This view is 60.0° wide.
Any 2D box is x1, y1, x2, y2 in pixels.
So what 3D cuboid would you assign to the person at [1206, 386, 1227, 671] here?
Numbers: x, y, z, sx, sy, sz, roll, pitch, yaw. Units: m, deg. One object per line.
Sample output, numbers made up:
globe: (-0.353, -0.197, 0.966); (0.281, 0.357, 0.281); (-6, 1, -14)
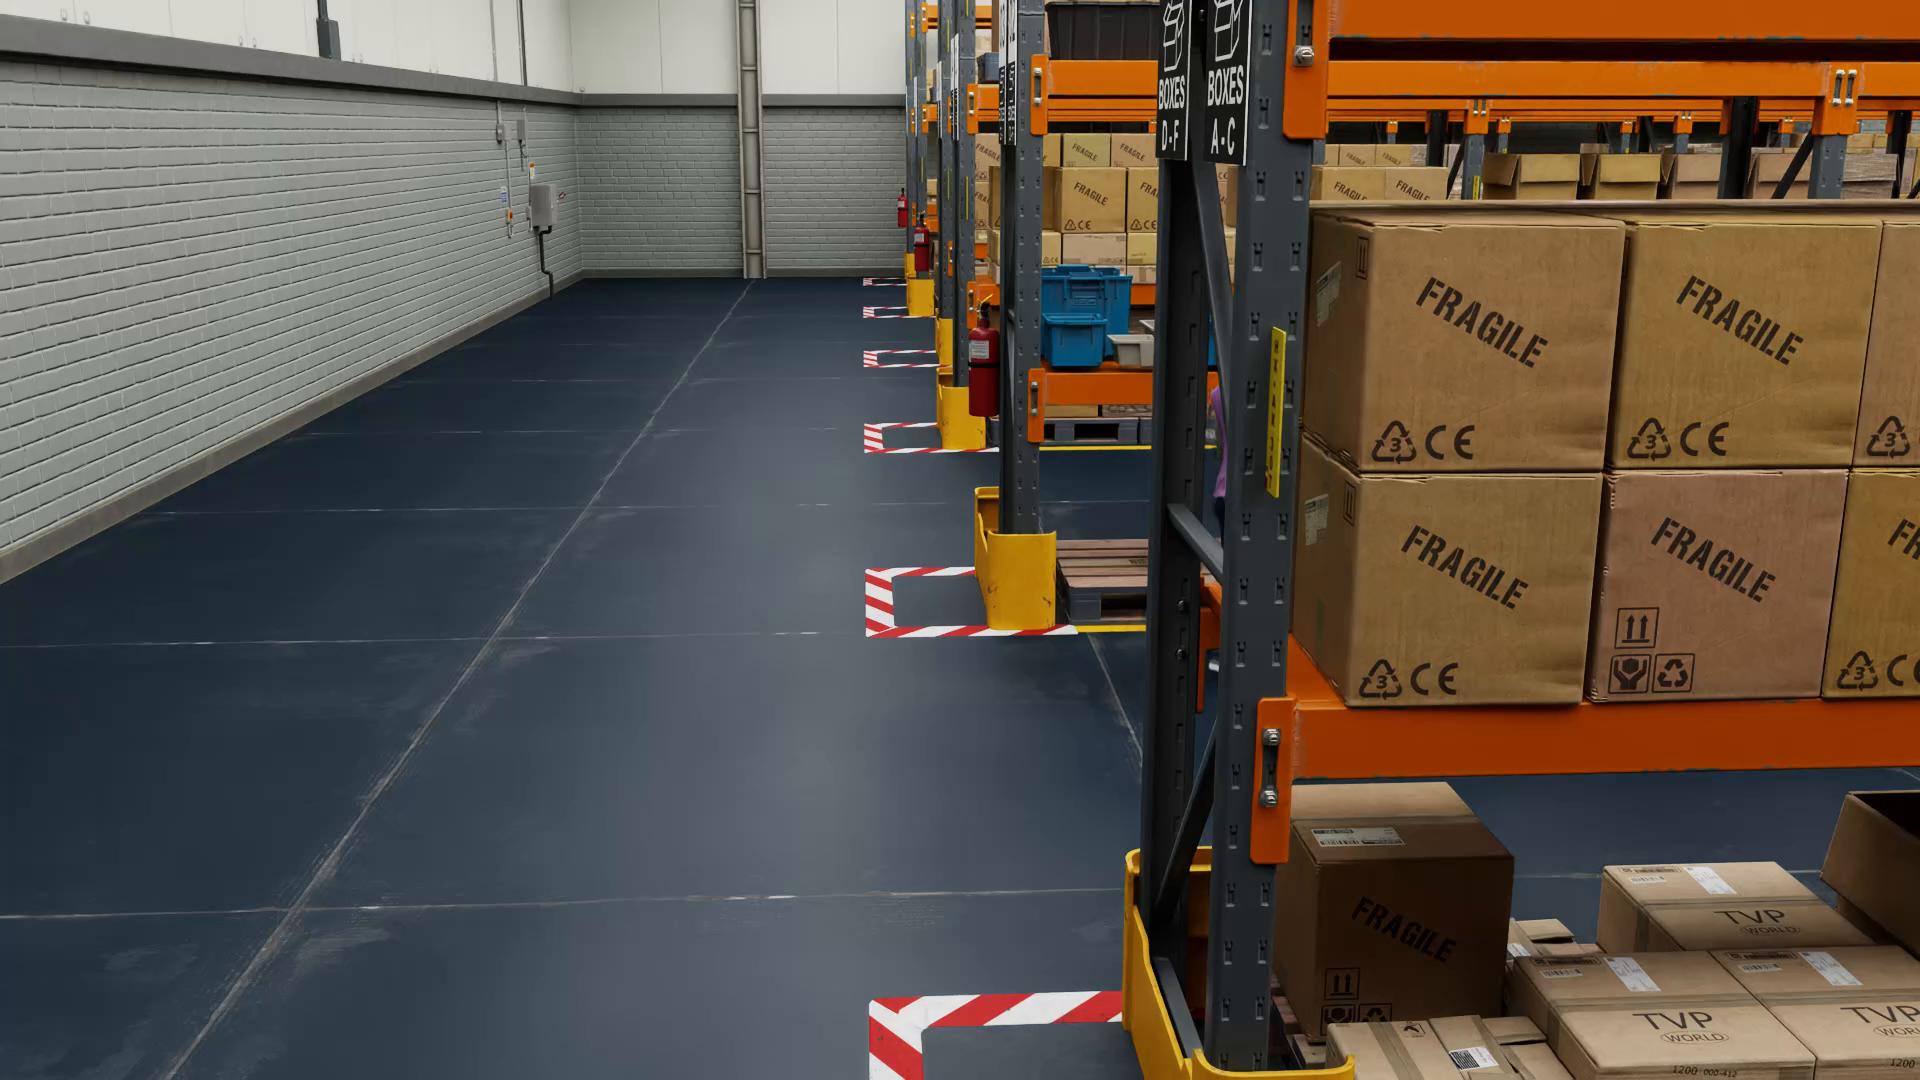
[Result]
person: (1.411, -0.179, 7.729); (0.709, 1.577, 0.510); (-12, 18, -41)
